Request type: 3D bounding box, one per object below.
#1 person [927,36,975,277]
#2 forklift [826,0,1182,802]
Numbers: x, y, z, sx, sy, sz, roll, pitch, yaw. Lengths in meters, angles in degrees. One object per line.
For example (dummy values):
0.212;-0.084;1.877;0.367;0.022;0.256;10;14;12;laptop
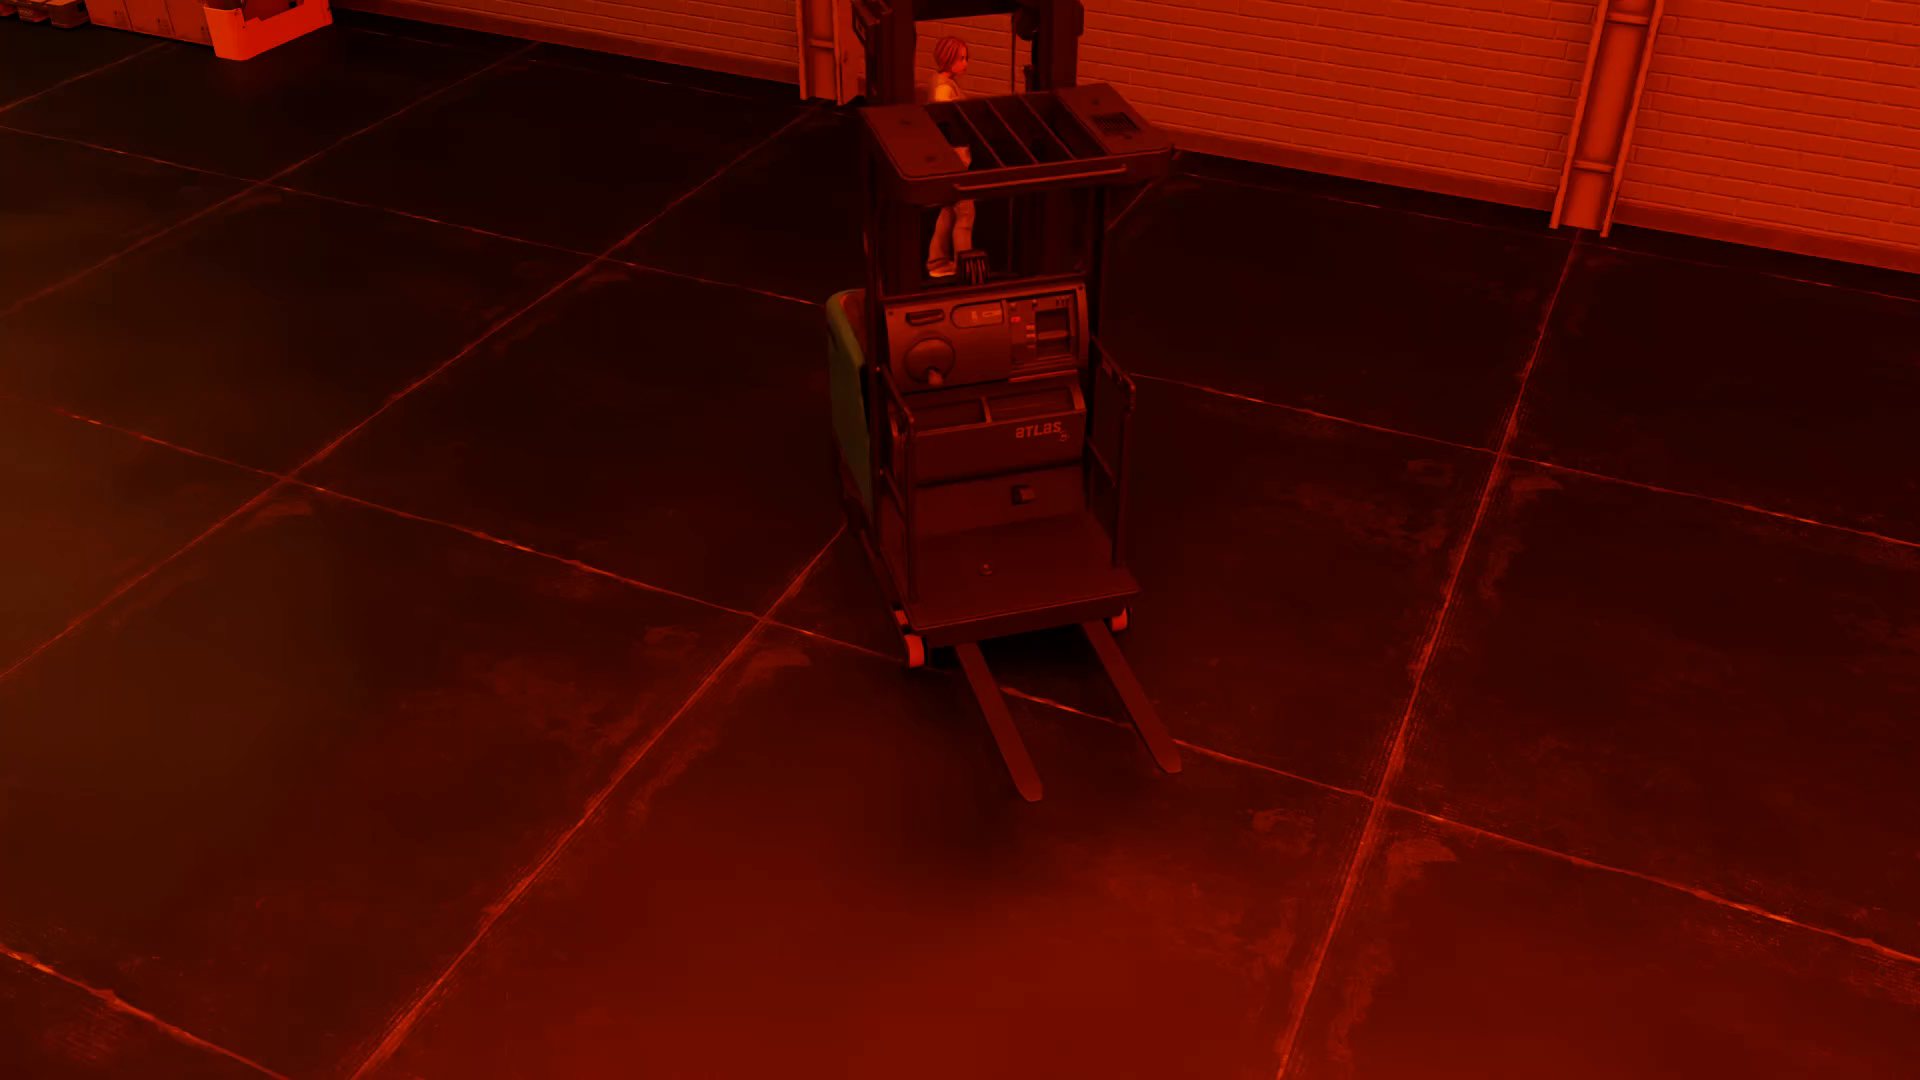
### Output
0.004;-2.410;10.620;0.449;1.596;0.590;-6;36;-8;person
0.186;-0.849;7.277;1.130;2.935;3.031;-9;37;-13;forklift
